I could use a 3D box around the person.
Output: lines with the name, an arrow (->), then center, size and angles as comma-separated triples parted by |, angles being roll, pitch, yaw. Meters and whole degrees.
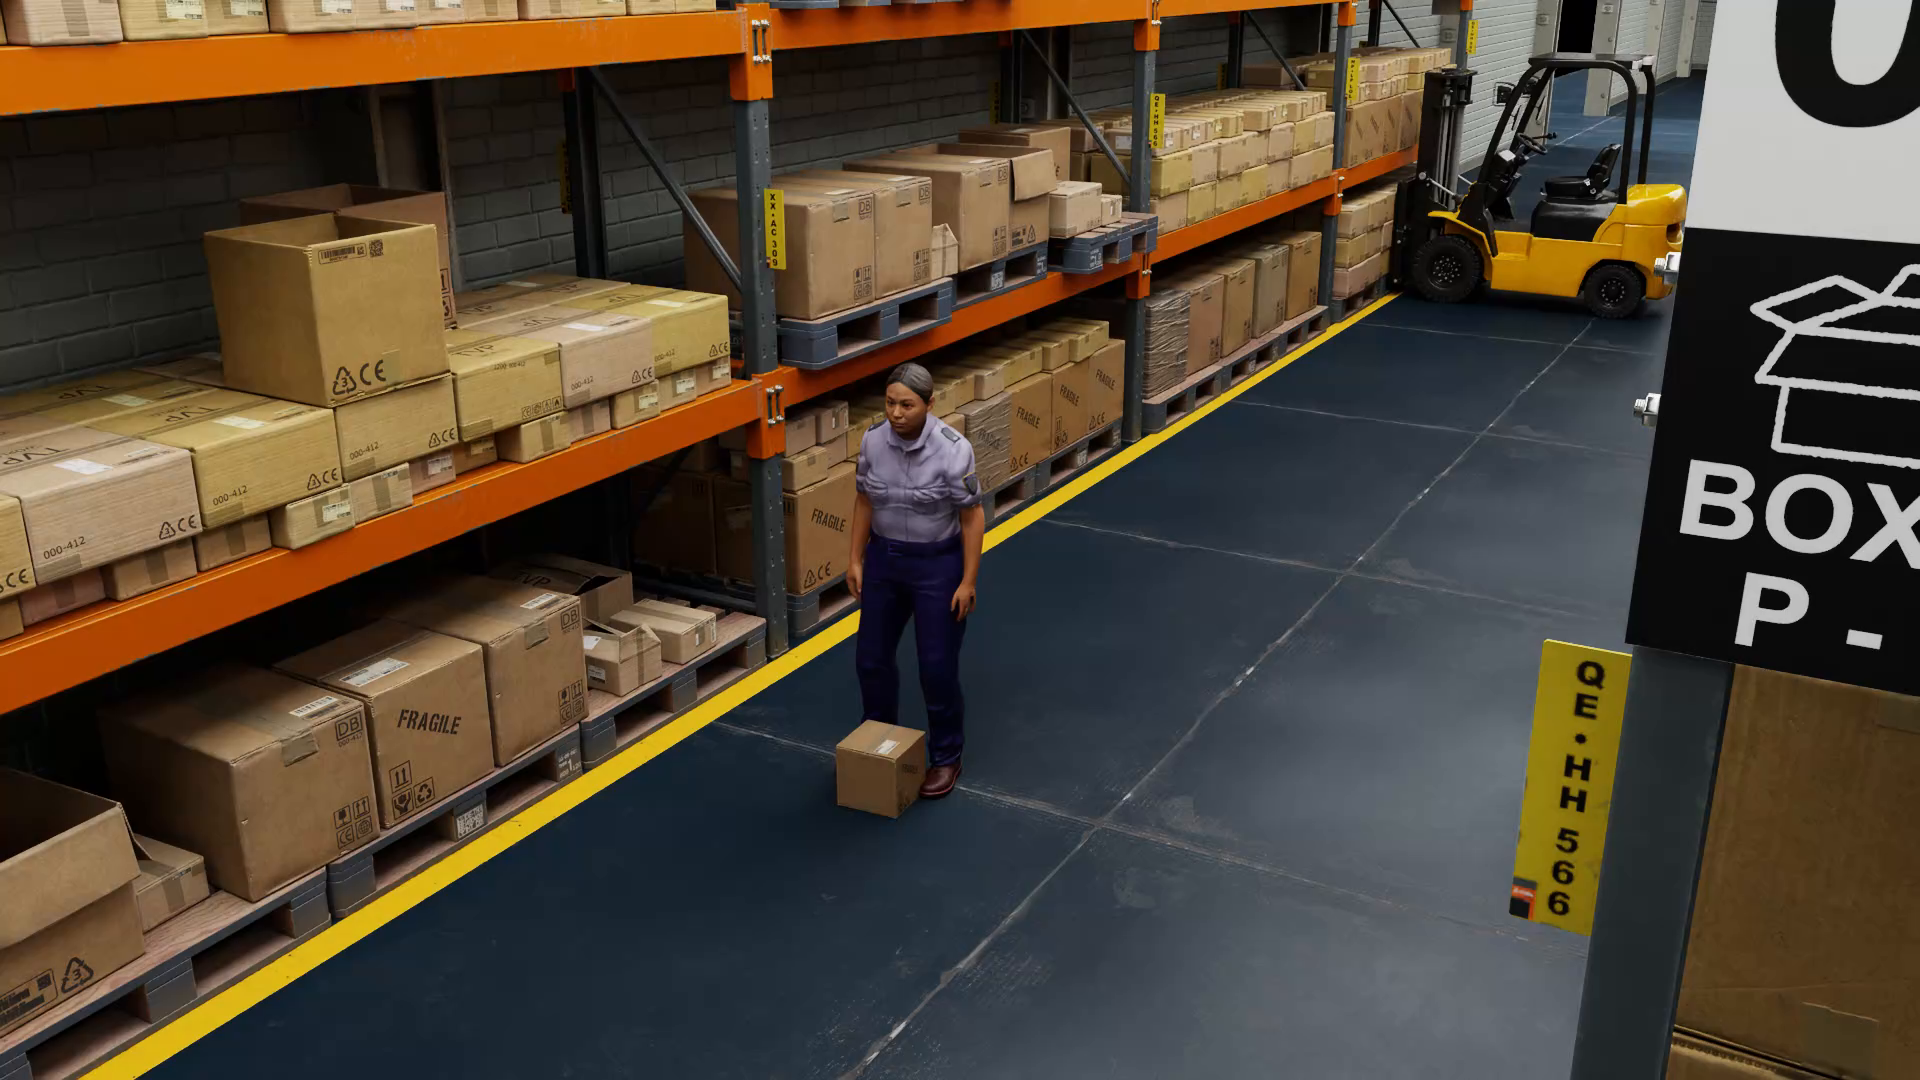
person -> -0.187, 0.141, 6.204 | 0.563, 1.638, 0.327 | 9, 22, 25
